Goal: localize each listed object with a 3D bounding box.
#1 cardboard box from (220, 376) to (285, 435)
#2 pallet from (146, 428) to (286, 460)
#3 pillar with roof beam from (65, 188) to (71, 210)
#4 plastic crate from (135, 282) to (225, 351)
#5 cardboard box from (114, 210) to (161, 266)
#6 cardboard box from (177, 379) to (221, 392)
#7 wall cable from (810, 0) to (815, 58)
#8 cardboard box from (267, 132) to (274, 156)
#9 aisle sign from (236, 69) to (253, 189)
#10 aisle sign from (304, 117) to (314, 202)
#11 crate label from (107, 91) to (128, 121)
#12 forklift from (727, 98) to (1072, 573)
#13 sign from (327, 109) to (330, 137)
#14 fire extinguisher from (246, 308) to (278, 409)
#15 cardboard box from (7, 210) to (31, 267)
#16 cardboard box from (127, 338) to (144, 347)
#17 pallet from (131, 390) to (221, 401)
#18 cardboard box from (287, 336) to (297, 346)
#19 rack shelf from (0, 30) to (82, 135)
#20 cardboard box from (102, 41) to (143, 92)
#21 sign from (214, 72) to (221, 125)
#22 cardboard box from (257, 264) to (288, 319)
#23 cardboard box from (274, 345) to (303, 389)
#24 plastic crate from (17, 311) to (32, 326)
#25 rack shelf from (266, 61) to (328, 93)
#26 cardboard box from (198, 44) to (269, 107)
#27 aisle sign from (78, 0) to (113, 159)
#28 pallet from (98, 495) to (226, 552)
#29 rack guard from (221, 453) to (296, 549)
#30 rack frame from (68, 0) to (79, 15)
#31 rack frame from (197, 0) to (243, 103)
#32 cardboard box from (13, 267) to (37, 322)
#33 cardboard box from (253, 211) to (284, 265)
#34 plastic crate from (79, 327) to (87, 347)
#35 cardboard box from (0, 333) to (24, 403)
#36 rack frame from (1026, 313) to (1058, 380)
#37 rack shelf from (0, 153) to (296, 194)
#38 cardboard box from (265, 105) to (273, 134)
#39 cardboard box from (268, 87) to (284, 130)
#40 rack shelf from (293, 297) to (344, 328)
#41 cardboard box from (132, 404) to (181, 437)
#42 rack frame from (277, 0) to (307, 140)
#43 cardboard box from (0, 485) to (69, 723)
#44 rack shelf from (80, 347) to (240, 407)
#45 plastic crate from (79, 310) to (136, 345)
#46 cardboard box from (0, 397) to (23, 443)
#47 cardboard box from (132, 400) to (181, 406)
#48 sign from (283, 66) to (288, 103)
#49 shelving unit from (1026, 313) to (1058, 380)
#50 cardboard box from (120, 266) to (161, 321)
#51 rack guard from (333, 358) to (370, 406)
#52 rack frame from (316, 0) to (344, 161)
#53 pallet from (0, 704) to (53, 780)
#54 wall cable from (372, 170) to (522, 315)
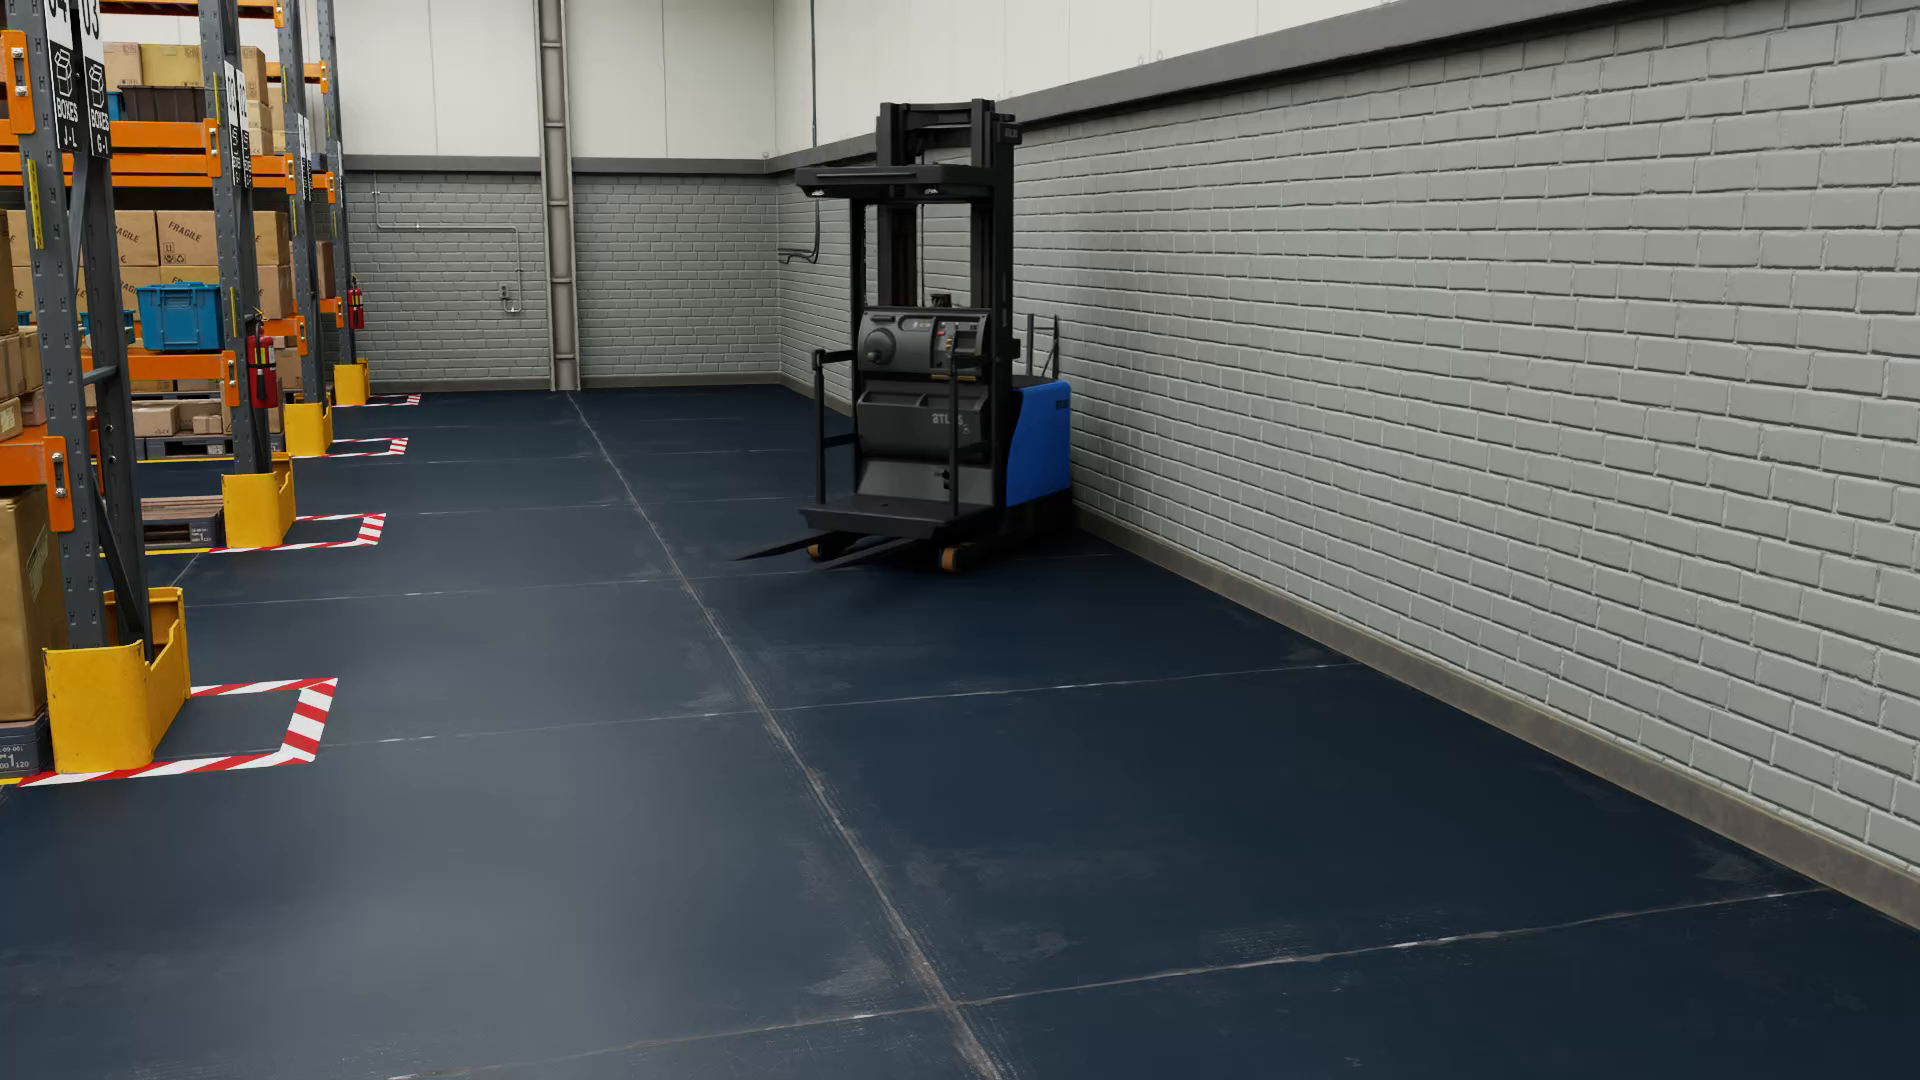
[{"bbox_3d":[-6.801,-1.298,16.000,0.500,0.500,0.500,-3,11,-16],"label":"cardboard box"},{"bbox_3d":[-7.186,-0.965,16.207,1.213,0.211,1.003,-3,11,-16],"label":"pallet"},{"bbox_3d":[-9.943,-5.427,16.174,0.400,9.000,9.100,-3,11,-16],"label":"pillar with roof beam"},{"bbox_3d":[-5.236,-1.517,11.240,0.499,0.435,0.616,-3,11,-16],"label":"plastic crate"},{"bbox_3d":[-7.680,-2.799,15.427,0.500,0.500,0.500,-3,11,-14],"label":"cardboard box"},{"bbox_3d":[-9.343,-2.115,20.497,0.500,0.500,0.700,-3,11,-18],"label":"cardboard box"},{"bbox_3d":[-1.449,-6.903,18.816,0.112,2.526,3.097,-3,11,-16],"label":"wall cable"},{"bbox_3d":[-6.912,-3.801,16.036,0.500,0.250,0.500,-3,11,-16],"label":"cardboard box"},{"bbox_3d":[-4.981,-2.854,11.582,0.004,0.787,0.394,-3,11,-16],"label":"aisle sign"},{"bbox_3d":[-6.364,-3.714,16.256,0.004,0.787,0.394,-3,11,-16],"label":"aisle sign"},{"bbox_3d":[-5.943,-2.931,11.311,0.502,0.251,0.408,-3,11,-16],"label":"crate label"},{"bbox_3d":[-0.348,-1.325,10.650,1.130,2.935,3.031,6,12,28],"label":"forklift"},{"bbox_3d":[-7.598,-5.019,20.011,0.005,0.325,0.100,-3,11,-16],"label":"sign"},{"bbox_3d":[-4.695,-1.227,11.170,0.183,0.674,0.296,-3,11,-16],"label":"fire extinguisher"},{"bbox_3d":[-8.668,-2.747,15.143,0.500,0.500,0.500,-3,11,-18],"label":"cardboard box"},{"bbox_3d":[-9.949,-2.368,20.076,0.250,0.149,0.380,-3,11,-18],"label":"cardboard box"},{"bbox_3d":[-9.651,-1.755,20.499,1.213,0.211,1.003,-3,11,-16],"label":"pallet"},{"bbox_3d":[-8.316,-2.527,20.938,0.250,0.149,0.380,-3,11,-16],"label":"cardboard box"},{"bbox_3d":[-5.503,-1.679,6.084,4.000,0.370,1.077,-3,11,-16],"label":"rack shelf"},{"bbox_3d":[-7.790,-4.314,15.372,0.500,0.500,0.700,-3,11,-16],"label":"cardboard box"},{"bbox_3d":[-4.797,-2.849,10.740,0.005,0.325,0.100,-3,11,-16],"label":"sign"},{"bbox_3d":[-6.702,-2.360,15.806,0.500,0.500,0.500,-3,11,-14],"label":"cardboard box"},{"bbox_3d":[-8.380,-2.166,20.774,0.500,0.500,0.700,-3,11,-16],"label":"cardboard box"},{"bbox_3d":[-6.560,-1.445,11.408,0.300,0.233,0.416,-3,11,-16],"label":"plastic crate"},{"bbox_3d":[-9.656,-5.541,19.881,4.000,0.370,1.077,-3,11,-16],"label":"rack shelf"},{"bbox_3d":[-6.836,-4.368,15.668,0.500,0.500,0.700,-3,11,-16],"label":"cardboard box"},{"bbox_3d":[-3.597,-1.993,6.908,0.004,0.787,0.394,-3,11,-16],"label":"aisle sign"},{"bbox_3d":[-5.769,-0.113,11.580,1.213,0.211,1.003,-3,11,-16],"label":"pallet"},{"bbox_3d":[-4.947,-0.294,11.762,0.348,0.500,1.175,-3,11,-16],"label":"rack guard"},{"bbox_3d":[-3.582,-3.609,6.297,0.127,3.000,1.000,-3,11,-16],"label":"rack frame"},{"bbox_3d":[-4.967,-4.470,10.974,0.127,3.000,1.000,-3,11,-16],"label":"rack frame"},{"bbox_3d":[-8.651,-2.258,15.249,0.500,0.500,0.500,-3,11,-16],"label":"cardboard box"},{"bbox_3d":[-6.698,-2.852,15.714,0.500,0.500,0.500,-3,11,-16],"label":"cardboard box"},{"bbox_3d":[-5.981,-1.335,11.074,0.243,0.136,0.396,-3,11,-16],"label":"plastic crate"},{"bbox_3d":[-3.974,-0.661,6.443,0.500,0.250,0.500,-3,11,-17],"label":"cardboard box"},{"bbox_3d":[0.598,-0.909,12.262,0.032,1.500,0.500,5,8,28],"label":"rack frame"},{"bbox_3d":[-8.268,-3.401,15.439,4.000,0.370,1.077,-3,11,-16],"label":"rack shelf"},{"bbox_3d":[-6.914,-4.048,15.997,0.500,0.250,0.500,-3,11,-16],"label":"cardboard box"},{"bbox_3d":[-8.362,-5.184,20.040,0.500,0.500,0.500,-3,11,-16],"label":"cardboard box"},{"bbox_3d":[-9.656,-2.787,20.388,4.000,0.370,1.077,-3,11,-16],"label":"rack shelf"},{"bbox_3d":[-7.721,-1.132,15.790,0.500,0.250,0.500,-3,11,-16],"label":"cardboard box"},{"bbox_3d":[-6.348,-5.332,15.652,0.127,3.000,1.000,-3,11,-16],"label":"rack frame"},{"bbox_3d":[-4.175,0.226,6.743,0.875,0.875,0.875,-3,11,-16],"label":"cardboard box"},{"bbox_3d":[-6.887,-1.065,11.033,4.000,0.370,1.077,-3,11,-16],"label":"rack shelf"},{"bbox_3d":[-5.928,-1.478,11.589,0.300,0.233,0.416,-3,11,-16],"label":"plastic crate"},{"bbox_3d":[-3.832,-0.460,6.454,0.250,0.149,0.380,-3,11,-15],"label":"cardboard box"},{"bbox_3d":[-7.909,-1.216,16.248,0.500,0.250,0.500,-3,11,-16],"label":"cardboard box"},{"bbox_3d":[-6.212,-4.194,15.314,0.005,0.325,0.100,-3,11,-16],"label":"sign"},{"bbox_3d":[0.150,-0.950,12.498,1.048,1.500,0.538,5,8,28],"label":"shelving unit"},{"bbox_3d":[-7.679,-2.309,15.528,0.500,0.500,0.500,-3,11,-15],"label":"cardboard box"},{"bbox_3d":[-7.713,-2.014,21.105,0.348,0.500,1.175,-3,11,-16],"label":"rack guard"},{"bbox_3d":[-7.736,-6.192,20.329,0.127,3.000,1.000,-3,11,-16],"label":"rack frame"},{"bbox_3d":[-4.328,0.767,6.799,1.213,0.211,1.003,-3,11,-16],"label":"pallet"},{"bbox_3d":[-6.771,-3.971,22.025,1.851,1.984,0.084,-3,11,-16],"label":"wall cable"}]
